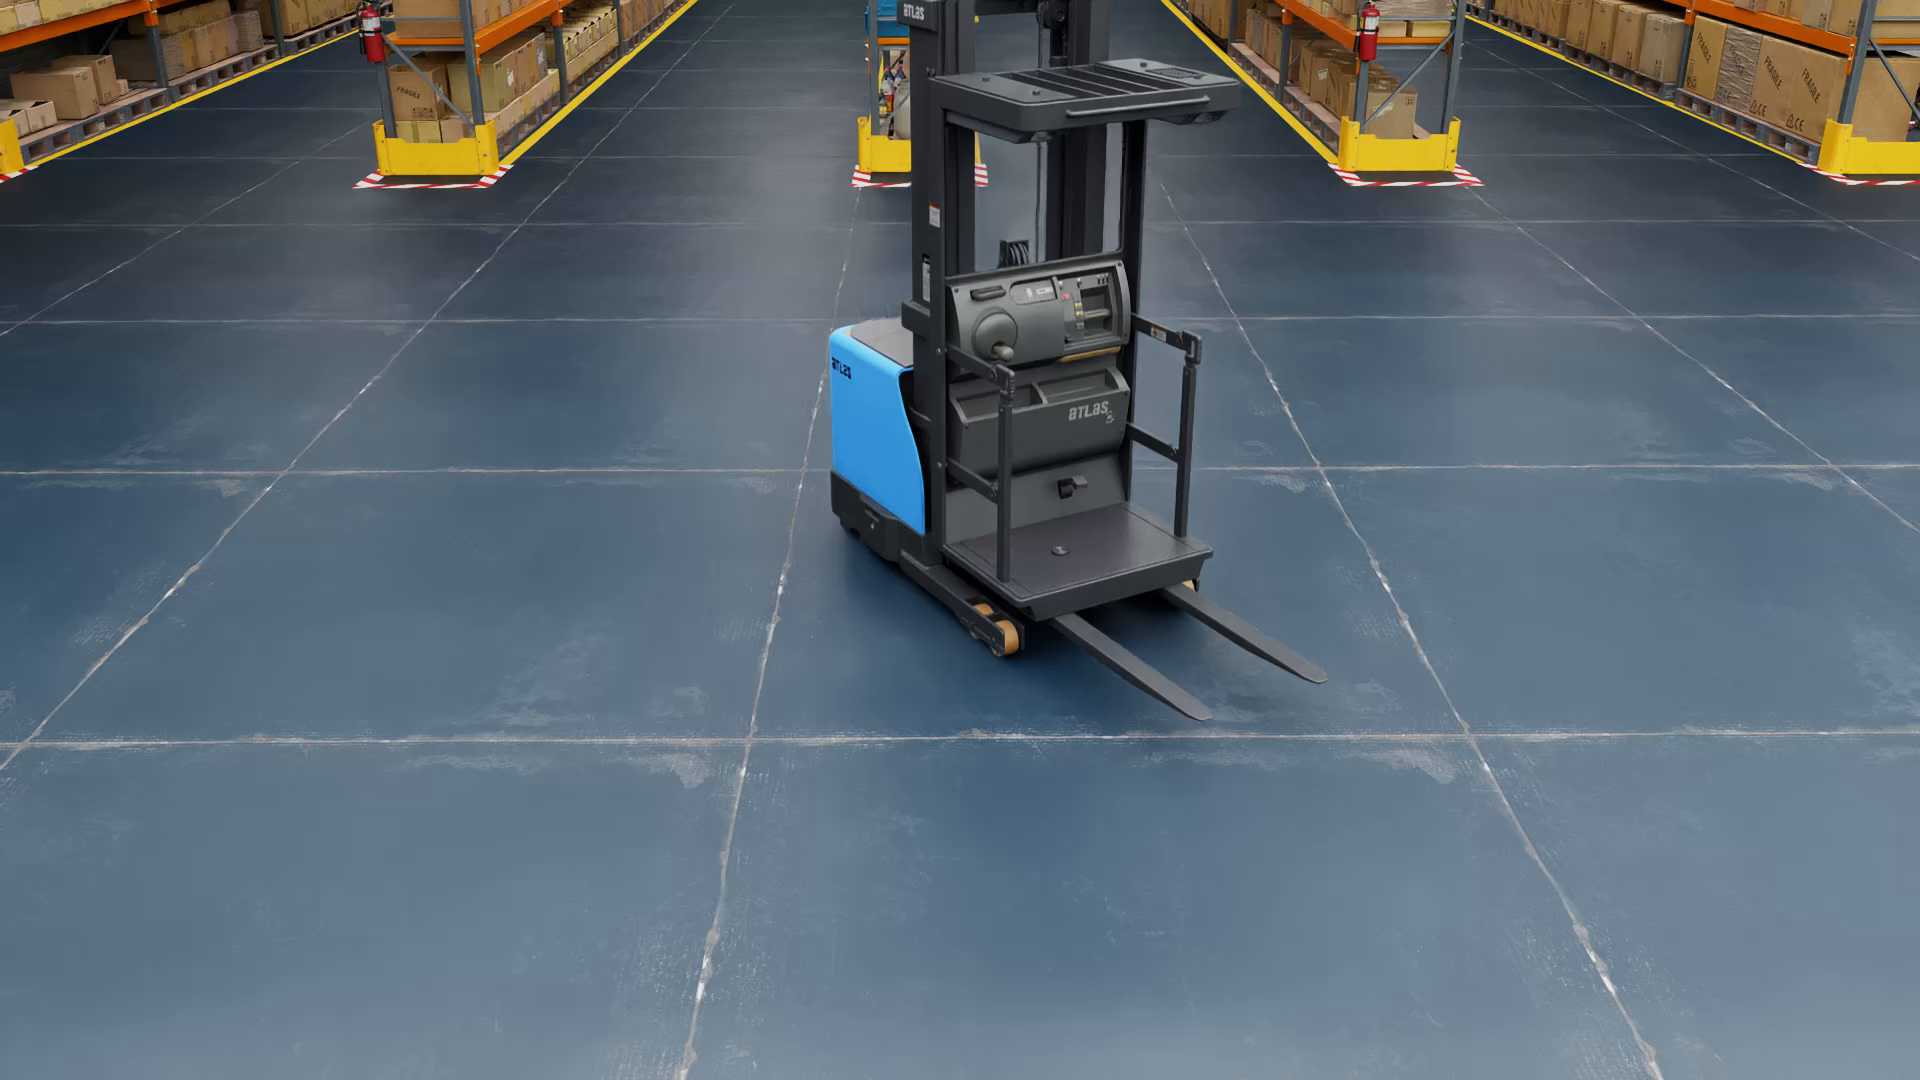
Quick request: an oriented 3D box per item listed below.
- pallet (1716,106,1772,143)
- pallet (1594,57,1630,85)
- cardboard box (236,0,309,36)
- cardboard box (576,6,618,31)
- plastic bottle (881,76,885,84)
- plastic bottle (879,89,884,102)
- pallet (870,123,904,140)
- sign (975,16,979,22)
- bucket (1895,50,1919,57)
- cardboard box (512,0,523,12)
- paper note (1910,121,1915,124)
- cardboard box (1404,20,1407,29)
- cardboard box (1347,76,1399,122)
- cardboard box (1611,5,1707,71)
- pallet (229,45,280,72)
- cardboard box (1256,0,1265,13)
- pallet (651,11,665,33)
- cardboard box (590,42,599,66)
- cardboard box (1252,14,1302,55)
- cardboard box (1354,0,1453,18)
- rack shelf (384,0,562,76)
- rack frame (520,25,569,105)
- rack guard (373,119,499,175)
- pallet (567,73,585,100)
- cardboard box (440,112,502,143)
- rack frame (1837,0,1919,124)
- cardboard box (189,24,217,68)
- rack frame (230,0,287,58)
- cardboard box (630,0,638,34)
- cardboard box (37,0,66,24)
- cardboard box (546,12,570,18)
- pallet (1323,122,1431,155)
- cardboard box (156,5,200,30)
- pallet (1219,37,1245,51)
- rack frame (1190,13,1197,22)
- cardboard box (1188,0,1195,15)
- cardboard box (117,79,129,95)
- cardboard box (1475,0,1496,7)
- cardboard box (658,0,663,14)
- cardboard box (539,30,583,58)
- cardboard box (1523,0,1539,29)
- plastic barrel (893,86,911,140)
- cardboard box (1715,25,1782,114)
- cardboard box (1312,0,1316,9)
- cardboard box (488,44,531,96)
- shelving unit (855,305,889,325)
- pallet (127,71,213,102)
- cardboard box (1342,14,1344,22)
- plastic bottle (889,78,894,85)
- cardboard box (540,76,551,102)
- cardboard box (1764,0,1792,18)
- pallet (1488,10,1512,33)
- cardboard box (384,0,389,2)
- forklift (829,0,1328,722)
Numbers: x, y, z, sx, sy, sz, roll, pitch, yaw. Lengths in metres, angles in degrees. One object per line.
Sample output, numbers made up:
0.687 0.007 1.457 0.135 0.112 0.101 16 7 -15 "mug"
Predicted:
9.406 -4.760 19.018 1.003 0.211 1.213 0 24 -1 "pallet"
9.359 -6.399 22.643 1.003 0.211 1.213 0 24 -1 "pallet"
-10.281 -7.964 24.819 0.750 0.750 0.750 -1 24 -1 "cardboard box"
-5.199 -7.452 23.733 0.500 0.311 0.500 0 24 1 "cardboard box"
-0.898 -5.328 19.652 0.061 0.283 0.133 1 24 2 "plastic bottle"
-0.888 -4.963 18.845 0.061 0.283 0.133 0 24 1 "plastic bottle"
-0.462 -4.292 17.984 1.003 0.211 1.213 0 24 -1 "pallet"
0.140 -5.324 16.545 0.100 0.325 0.005 0 24 -1 "sign"
11.766 -6.004 20.512 0.726 0.611 0.620 8 16 18 "bucket"
-5.382 -6.263 18.837 0.700 0.500 0.500 0 24 0 "cardboard box"
11.304 -4.940 19.646 0.172 0.023 0.155 8 26 18 "paper note"
4.794 -5.326 17.192 0.380 0.149 0.250 0 24 -1 "cardboard box"
4.511 -4.775 18.192 0.500 0.500 0.500 6 25 13 "cardboard box"
9.356 -6.667 22.072 1.050 0.750 0.750 0 24 -1 "cardboard box"
-10.397 -6.856 23.654 1.003 0.211 1.213 0 24 -1 "pallet"
4.492 -7.643 23.599 0.500 0.250 0.500 1 24 2 "cardboard box"
-5.448 -8.515 27.322 1.003 0.211 1.213 0 24 -1 "pallet"
-5.181 -6.564 22.450 0.500 0.250 0.500 0 24 0 "cardboard box"
4.501 -7.073 23.248 0.700 0.500 0.500 -2 24 -5 "cardboard box"
4.564 -5.627 17.069 0.875 0.500 0.500 0 24 -1 "cardboard box"
-5.385 -5.673 18.525 1.077 0.370 4.000 0 24 -1 "rack shelf"
-5.407 -6.825 20.199 1.000 3.000 0.127 0 24 -1 "rack frame"
-5.363 -4.027 17.048 1.175 0.500 0.348 0 24 -1 "rack guard"
-5.454 -5.857 21.445 1.003 0.211 1.213 0 24 -1 "pallet"
-5.147 -4.337 17.526 0.500 0.250 0.500 0 24 -1 "cardboard box"
9.503 -5.200 16.607 1.000 3.000 0.127 0 24 -1 "rack frame"
-10.406 -6.589 22.177 0.700 0.500 0.500 0 24 0 "cardboard box"
-10.404 -8.449 23.791 1.000 3.000 0.127 0 24 -1 "rack frame"
-5.181 -7.939 25.163 0.500 0.500 0.500 -1 24 -2 "cardboard box"
-10.024 -5.720 17.914 0.500 0.250 0.500 -1 24 -1 "cardboard box"
-5.725 -7.233 23.250 0.500 0.311 0.500 -1 24 -2 "cardboard box"
4.568 -4.315 18.034 1.003 0.211 1.213 0 24 -1 "pallet"
-10.403 -6.903 21.962 0.500 0.250 0.500 -1 24 -2 "cardboard box"
4.522 -7.570 25.232 1.003 0.211 1.213 0 24 -1 "pallet"
4.411 -10.164 27.583 1.000 3.000 0.127 0 24 -1 "rack frame"
4.438 -9.124 27.352 1.225 0.875 0.875 0 24 0 "cardboard box"
-10.325 -5.490 20.153 0.380 0.166 0.250 -3 25 -7 "cardboard box"
9.027 -9.197 28.395 0.380 0.149 0.250 0 24 0 "cardboard box"
-5.203 -8.981 27.466 0.500 0.500 0.500 0 24 -1 "cardboard box"
-5.163 -6.396 21.399 0.500 0.311 0.500 -1 24 -1 "cardboard box"
9.123 -8.251 25.876 0.500 0.500 0.500 -1 24 -3 "cardboard box"
-0.494 -4.526 17.626 0.421 0.512 0.421 0 24 0 "plastic barrel"
9.410 -5.441 19.208 0.875 0.875 0.875 0 24 0 "cardboard box"
4.238 -6.148 19.009 0.380 0.149 0.250 0 24 -1 "cardboard box"
-5.161 -5.297 18.738 0.500 0.500 0.500 0 24 -1 "cardboard box"
-0.414 -0.732 9.093 0.215 1.050 0.252 -13 28 -27 "shelving unit"
-10.371 -5.851 21.431 1.003 0.211 1.213 0 24 -1 "pallet"
4.328 -5.633 17.871 0.380 0.149 0.250 0 24 -1 "cardboard box"
-0.819 -5.330 19.672 0.097 0.271 0.097 0 24 0 "plastic bottle"
-5.188 -5.367 19.803 0.500 0.250 0.500 0 24 -1 "cardboard box"
9.498 -6.097 18.409 0.875 0.550 0.500 0 24 -1 "cardboard box"
9.382 -8.553 27.406 1.003 0.211 1.213 0 24 -1 "pallet"
-10.356 -9.665 29.004 0.700 0.500 0.500 0 24 -1 "cardboard box"
0.487 -1.021 7.450 1.130 2.935 3.031 -13 28 -27 "forklift"
